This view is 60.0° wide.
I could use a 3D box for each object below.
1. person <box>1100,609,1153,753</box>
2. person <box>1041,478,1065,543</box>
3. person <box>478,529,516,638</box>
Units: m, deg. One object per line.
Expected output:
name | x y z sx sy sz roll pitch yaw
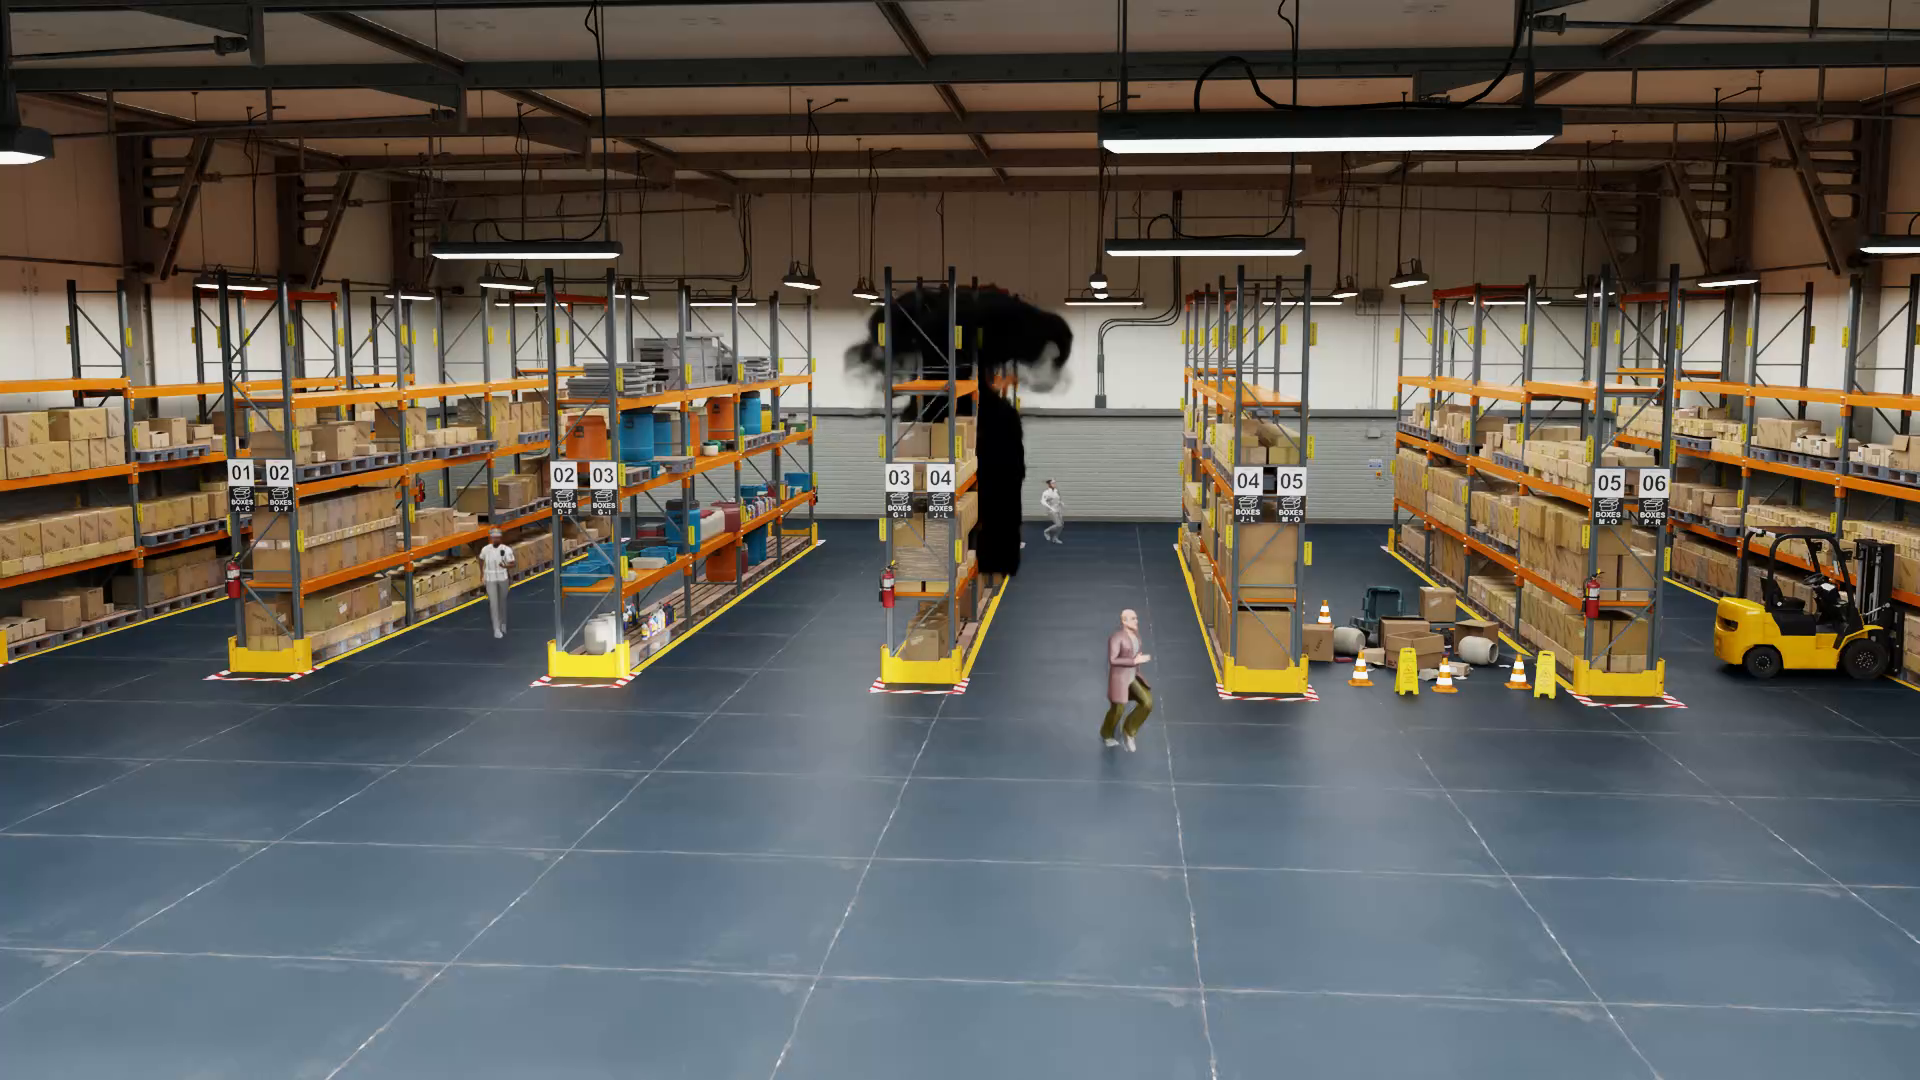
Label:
person | 2.005 1.692 20.069 0.754 1.757 0.875 -6 9 -42
person | 2.272 -0.714 40.553 0.523 1.623 0.622 4 8 33
person | -7.316 0.675 26.319 0.574 1.742 0.852 -2 7 -15
